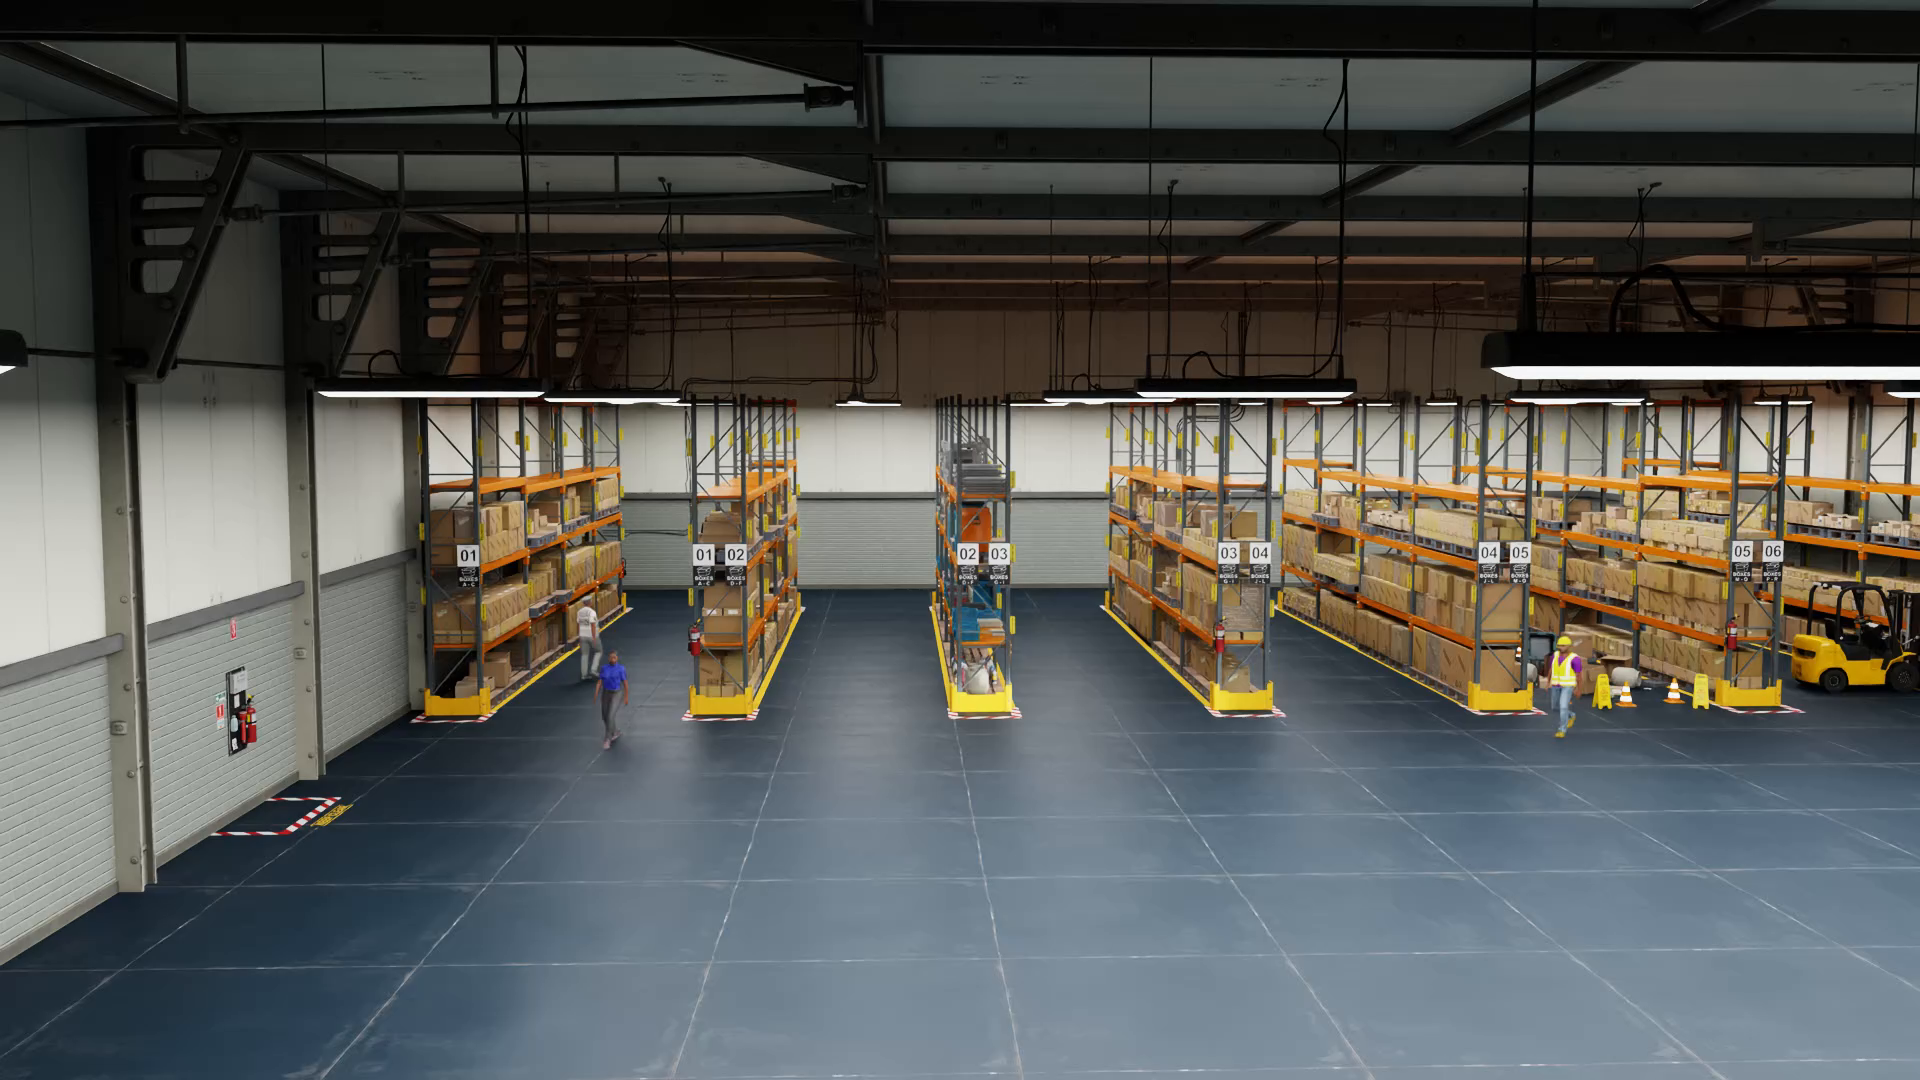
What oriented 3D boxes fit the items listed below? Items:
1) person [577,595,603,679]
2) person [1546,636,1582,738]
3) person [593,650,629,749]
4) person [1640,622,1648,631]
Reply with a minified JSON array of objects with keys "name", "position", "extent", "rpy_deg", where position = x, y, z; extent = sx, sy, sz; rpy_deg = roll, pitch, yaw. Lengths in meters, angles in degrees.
[{"name":"person","position":[-7.884,2.066,35.266],"extent":[0.563,1.770,0.535],"rpy_deg":[1,5,11]},{"name":"person","position":[10.602,2.554,29.177],"extent":[0.901,1.741,0.608],"rpy_deg":[-4,6,-38]},{"name":"person","position":[-5.936,2.690,28.385],"extent":[0.528,1.658,0.746],"rpy_deg":[1,5,12]},{"name":"person","position":[16.795,1.743,40.659],"extent":[0.482,1.579,0.534],"rpy_deg":[-2,5,-26]}]
